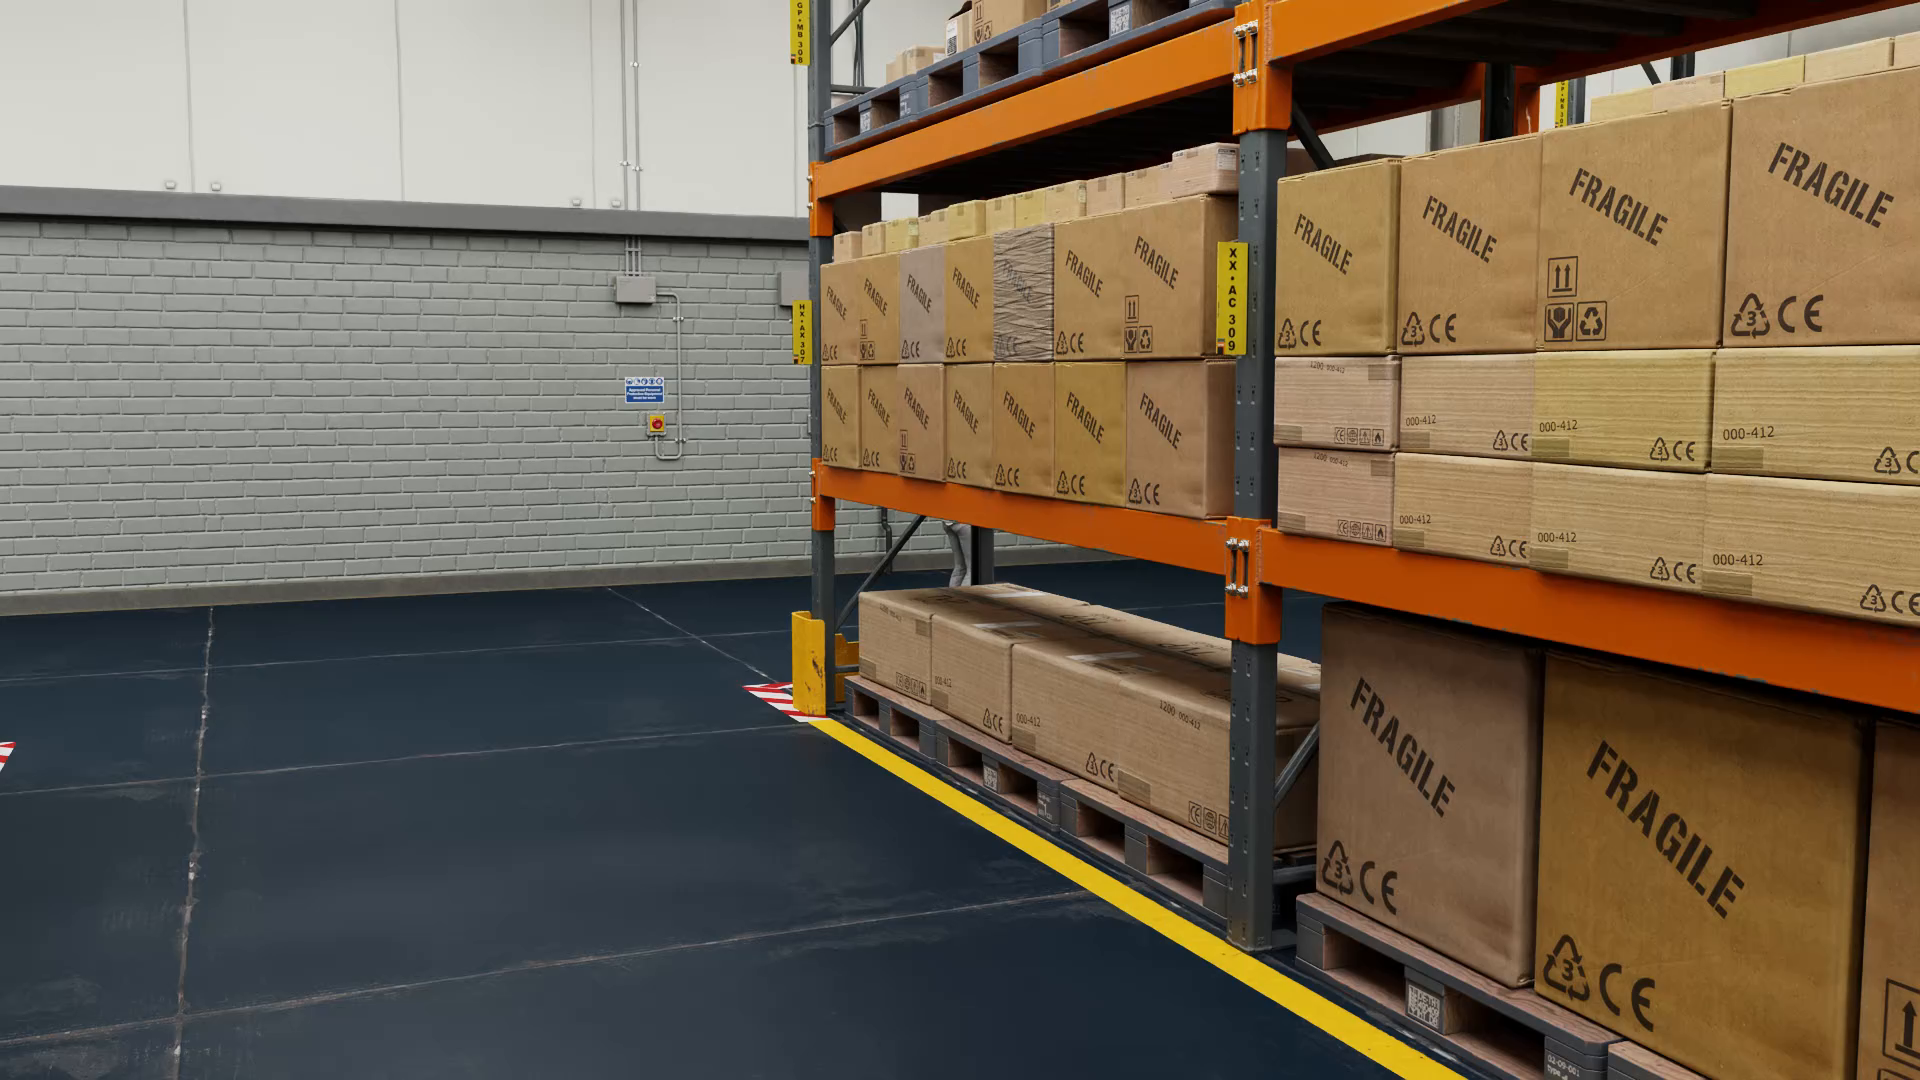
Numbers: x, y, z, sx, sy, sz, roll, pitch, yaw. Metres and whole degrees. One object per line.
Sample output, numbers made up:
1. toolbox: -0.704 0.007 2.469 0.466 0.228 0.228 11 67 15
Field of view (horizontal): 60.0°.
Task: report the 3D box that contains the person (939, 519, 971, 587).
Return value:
1. person: 0.045 -0.134 11.076 0.350 1.593 0.473 -3 6 -25
